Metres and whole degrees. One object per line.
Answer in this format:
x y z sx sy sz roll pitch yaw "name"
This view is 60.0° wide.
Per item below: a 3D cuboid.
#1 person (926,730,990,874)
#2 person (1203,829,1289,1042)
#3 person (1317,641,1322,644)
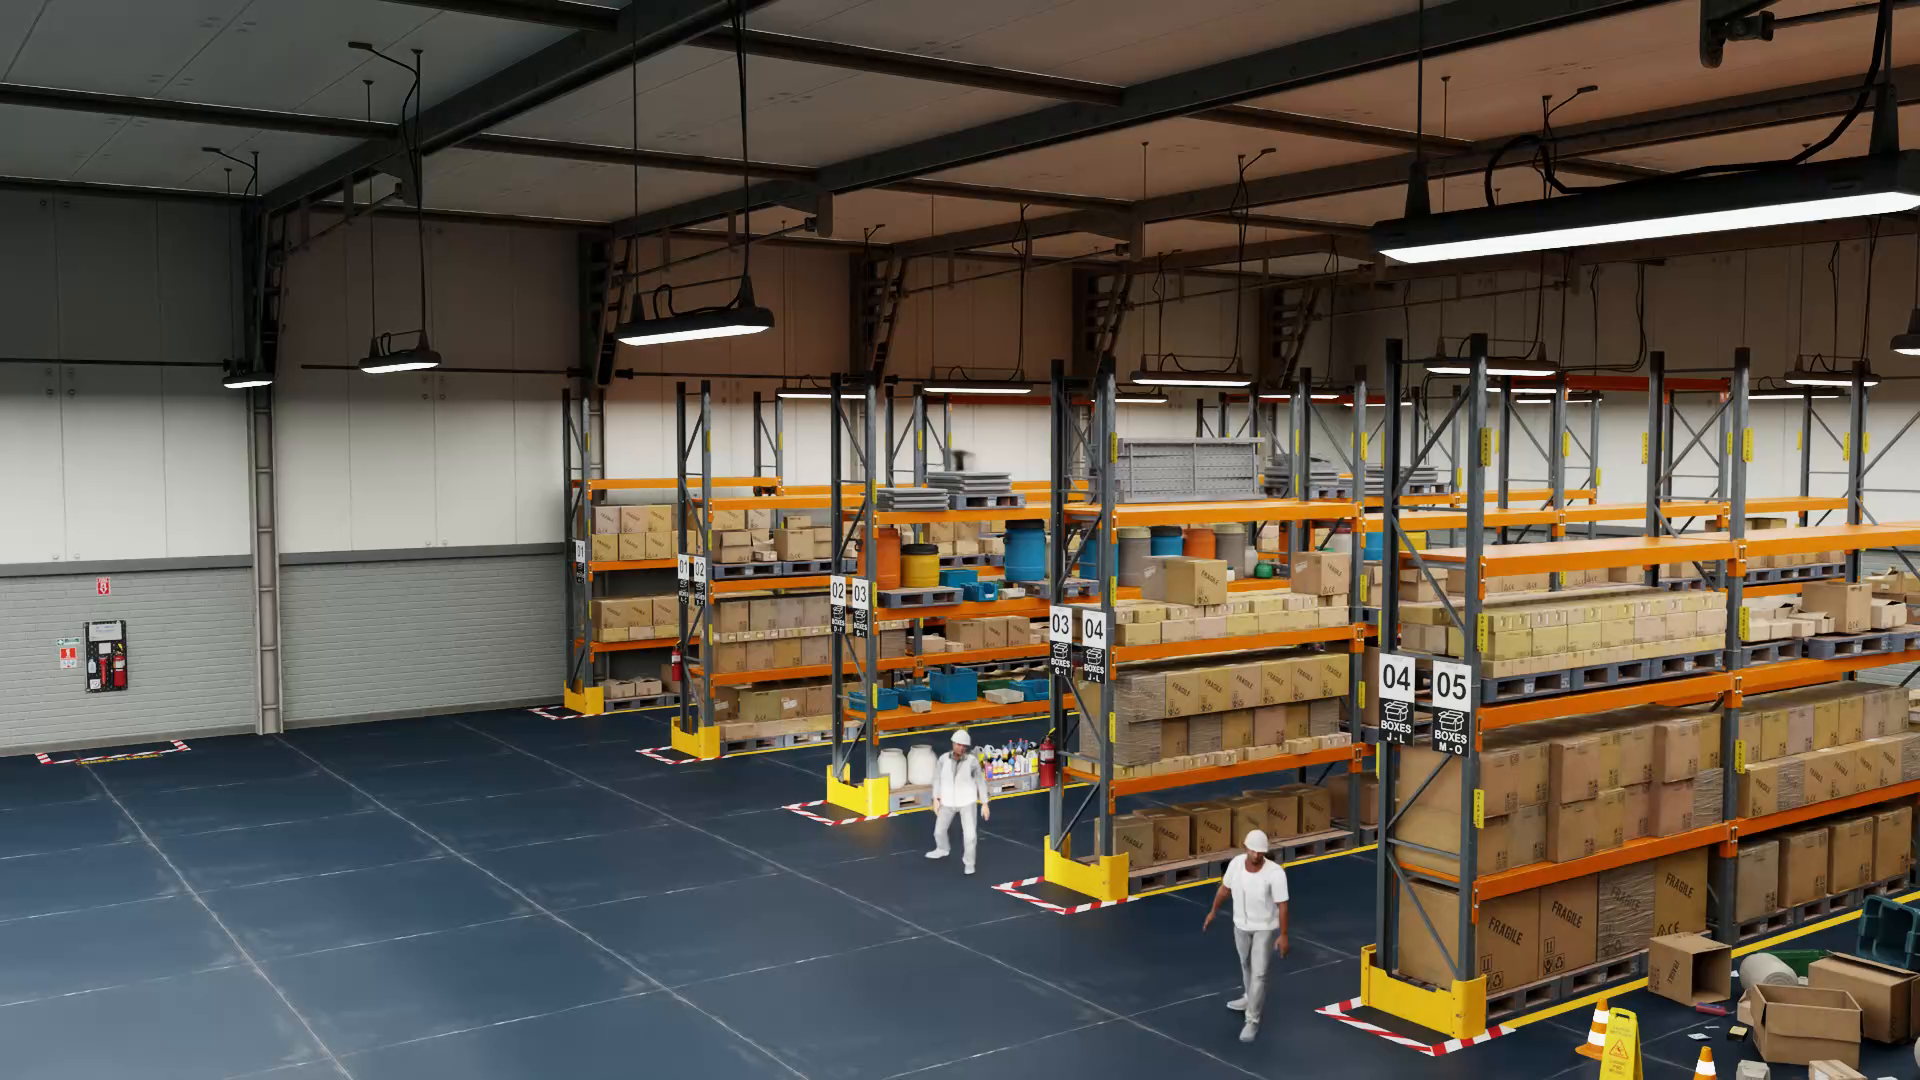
-0.040 3.055 19.704 0.861 1.696 0.706 1 4 15 "person"
2.515 3.366 14.485 0.767 1.759 0.766 4 5 44 "person"
8.402 1.907 38.963 0.550 1.546 0.943 -1 4 -17 "person"
